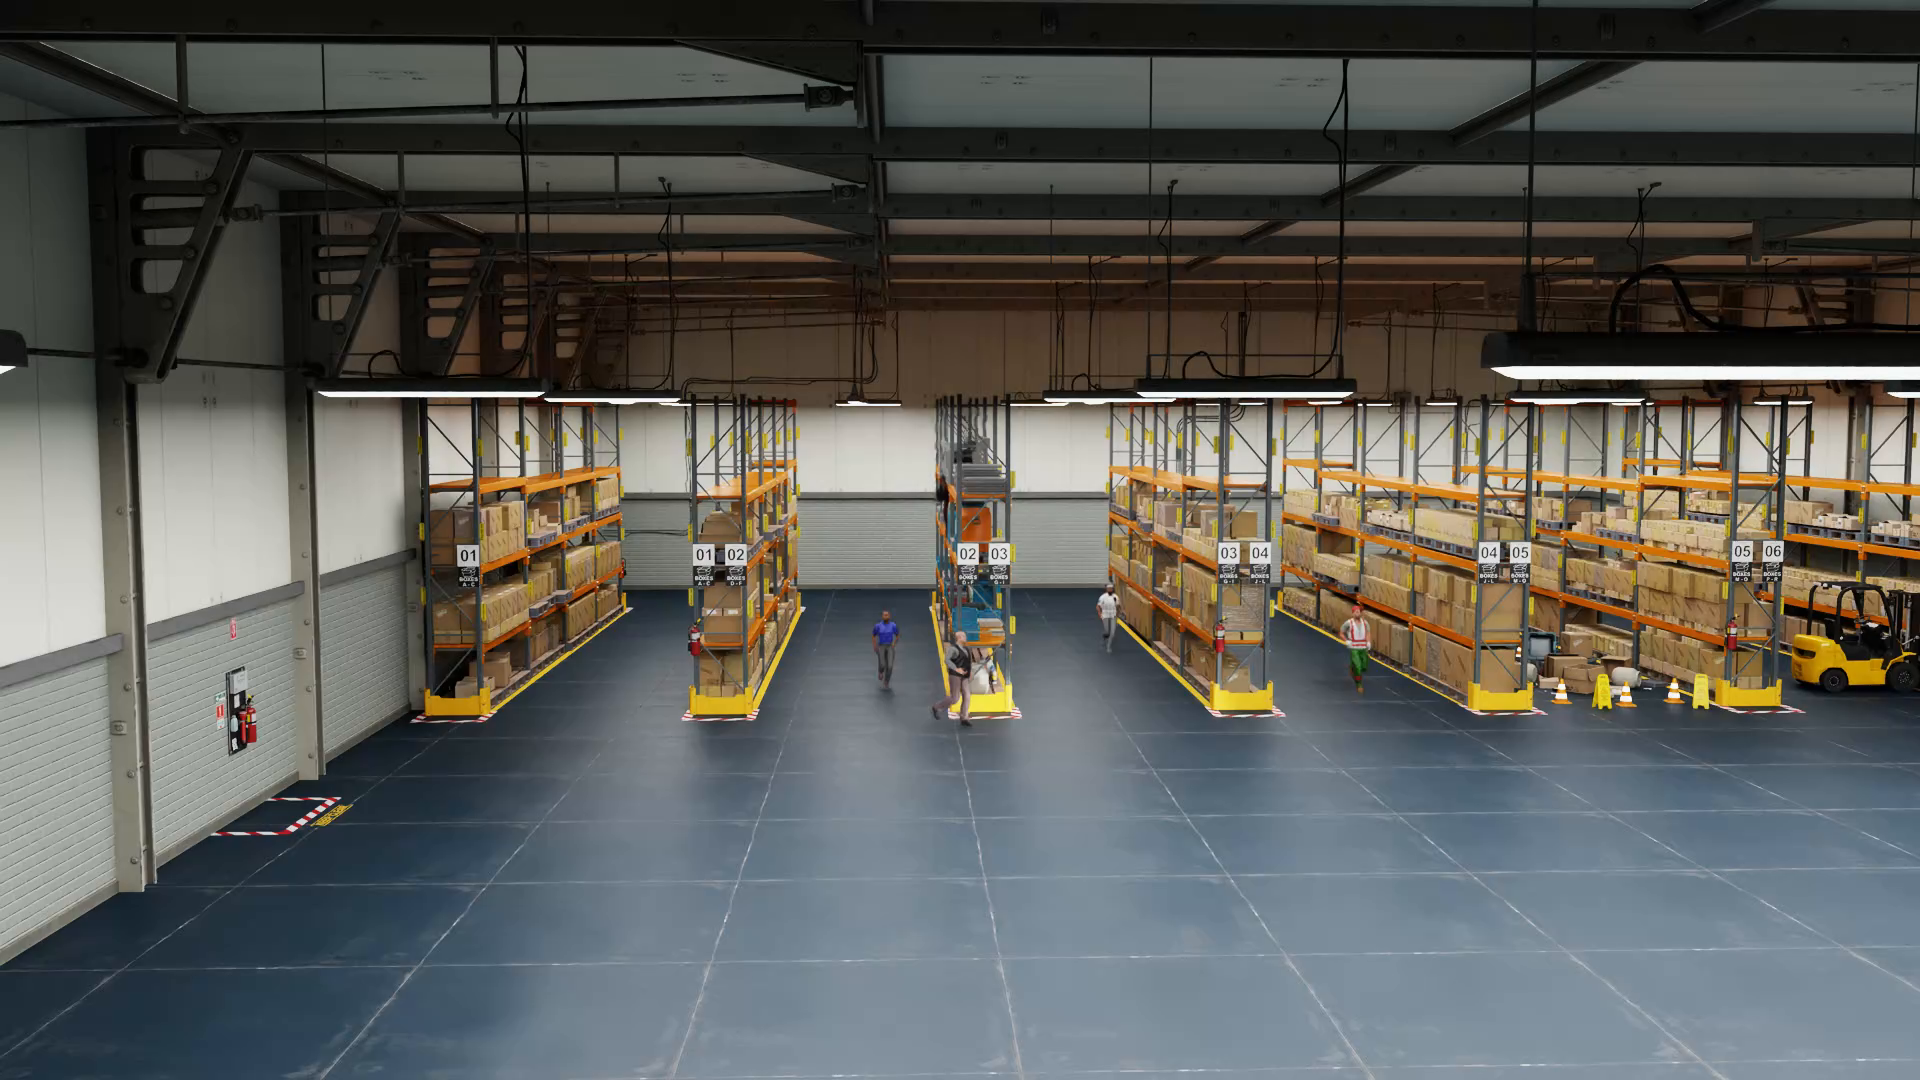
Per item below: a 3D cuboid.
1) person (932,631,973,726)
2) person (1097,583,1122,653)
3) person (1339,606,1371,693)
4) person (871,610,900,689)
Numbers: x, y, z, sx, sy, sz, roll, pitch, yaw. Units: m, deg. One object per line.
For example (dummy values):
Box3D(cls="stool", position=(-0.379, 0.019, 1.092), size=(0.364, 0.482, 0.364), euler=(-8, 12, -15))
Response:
Box3D(cls="person", position=(0.003, 2.502, 30.242), size=(0.890, 1.675, 0.714), euler=(3, 6, 38))
Box3D(cls="person", position=(3.526, 1.825, 39.236), size=(0.583, 1.657, 0.558), euler=(0, 5, -5))
Box3D(cls="person", position=(8.062, 2.203, 33.891), size=(0.673, 1.740, 0.770), euler=(-1, 5, -15))
Box3D(cls="person", position=(-1.520, 2.250, 34.159), size=(0.583, 1.605, 0.558), euler=(-1, 5, -7))
